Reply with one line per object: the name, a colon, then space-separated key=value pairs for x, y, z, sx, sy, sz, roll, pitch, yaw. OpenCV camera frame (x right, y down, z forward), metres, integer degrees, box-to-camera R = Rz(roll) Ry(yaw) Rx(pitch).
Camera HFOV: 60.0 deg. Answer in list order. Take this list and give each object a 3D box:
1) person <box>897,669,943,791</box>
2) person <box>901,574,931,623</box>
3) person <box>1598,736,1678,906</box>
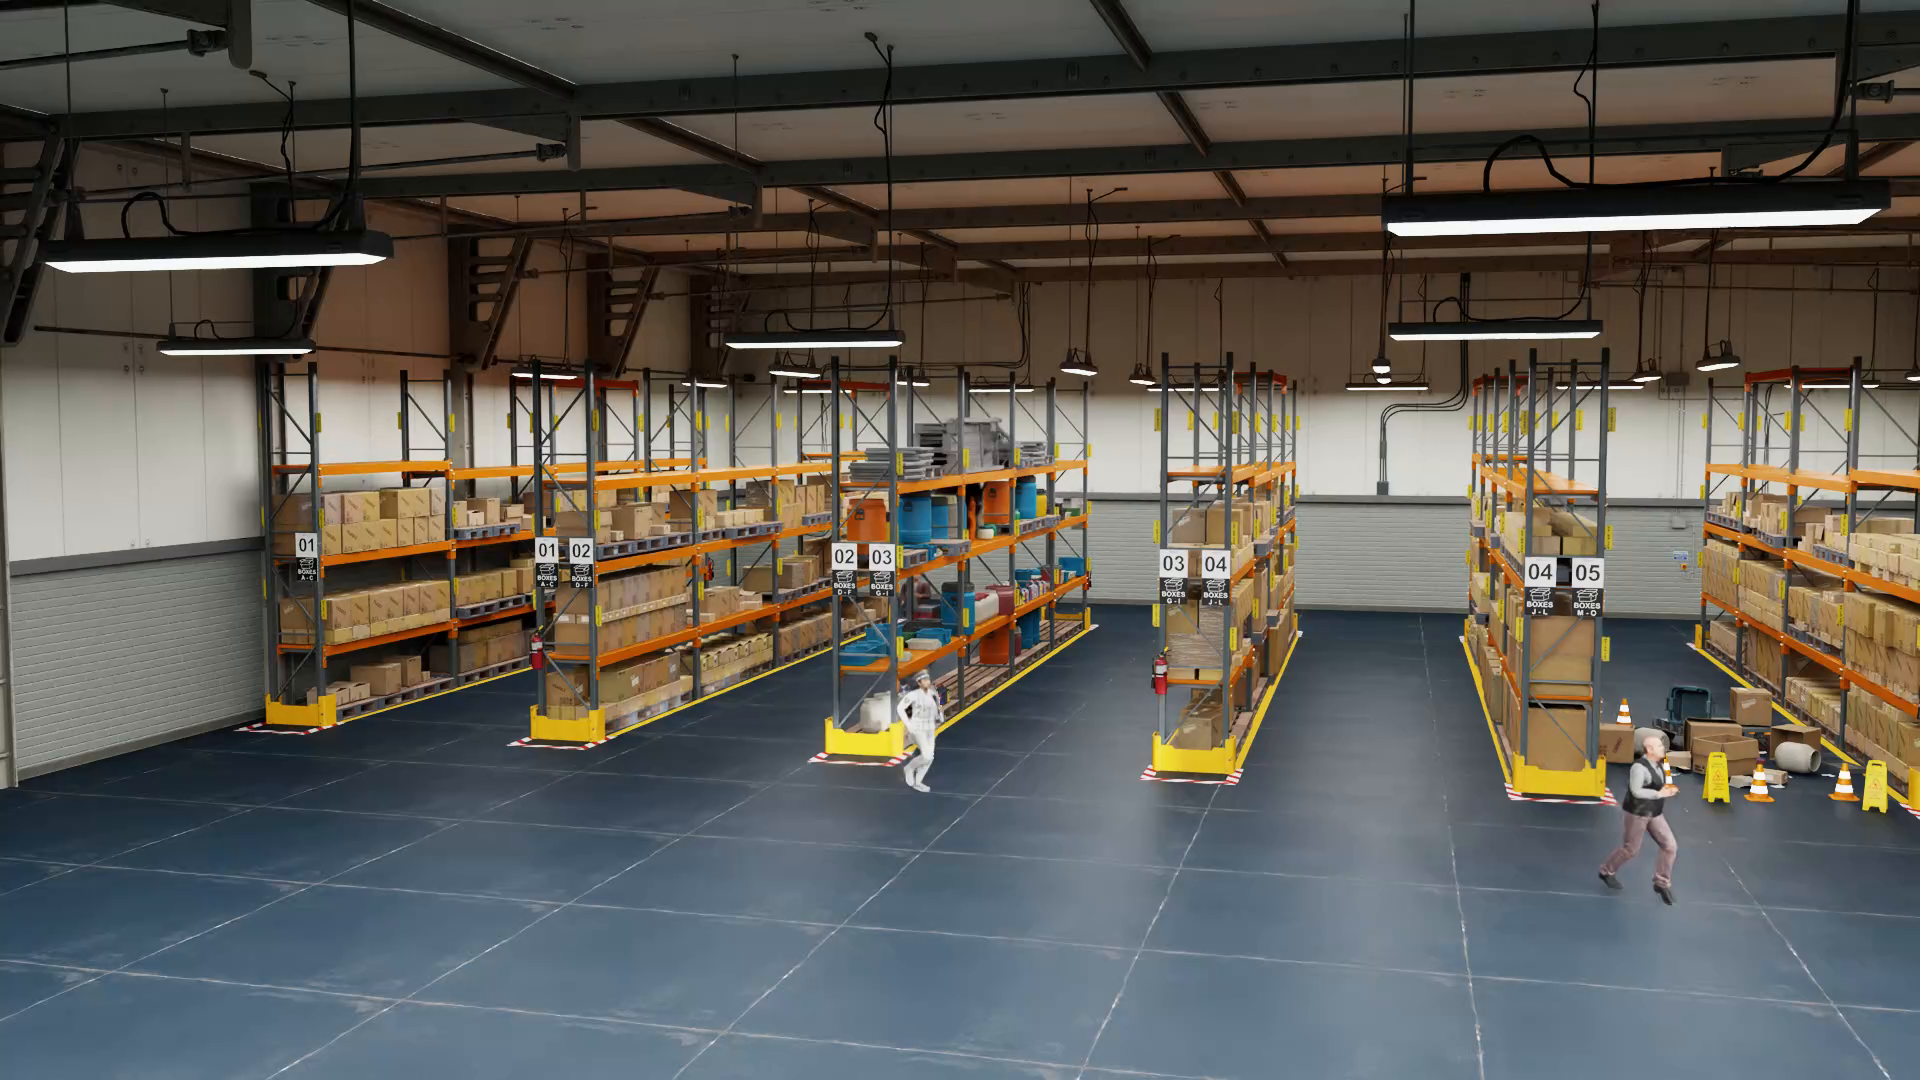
person: x=-0.480 y=2.582 z=22.543 sx=0.662 sy=1.669 sz=0.509 roll=-4 pitch=5 yaw=-42
person: x=-0.969 y=1.520 z=36.212 sx=0.688 sy=1.759 sz=0.955 roll=0 pitch=4 yaw=2
person: x=7.146 y=2.923 z=17.505 sx=0.672 sy=1.767 sz=0.859 roll=-4 pitch=5 yaw=-42
